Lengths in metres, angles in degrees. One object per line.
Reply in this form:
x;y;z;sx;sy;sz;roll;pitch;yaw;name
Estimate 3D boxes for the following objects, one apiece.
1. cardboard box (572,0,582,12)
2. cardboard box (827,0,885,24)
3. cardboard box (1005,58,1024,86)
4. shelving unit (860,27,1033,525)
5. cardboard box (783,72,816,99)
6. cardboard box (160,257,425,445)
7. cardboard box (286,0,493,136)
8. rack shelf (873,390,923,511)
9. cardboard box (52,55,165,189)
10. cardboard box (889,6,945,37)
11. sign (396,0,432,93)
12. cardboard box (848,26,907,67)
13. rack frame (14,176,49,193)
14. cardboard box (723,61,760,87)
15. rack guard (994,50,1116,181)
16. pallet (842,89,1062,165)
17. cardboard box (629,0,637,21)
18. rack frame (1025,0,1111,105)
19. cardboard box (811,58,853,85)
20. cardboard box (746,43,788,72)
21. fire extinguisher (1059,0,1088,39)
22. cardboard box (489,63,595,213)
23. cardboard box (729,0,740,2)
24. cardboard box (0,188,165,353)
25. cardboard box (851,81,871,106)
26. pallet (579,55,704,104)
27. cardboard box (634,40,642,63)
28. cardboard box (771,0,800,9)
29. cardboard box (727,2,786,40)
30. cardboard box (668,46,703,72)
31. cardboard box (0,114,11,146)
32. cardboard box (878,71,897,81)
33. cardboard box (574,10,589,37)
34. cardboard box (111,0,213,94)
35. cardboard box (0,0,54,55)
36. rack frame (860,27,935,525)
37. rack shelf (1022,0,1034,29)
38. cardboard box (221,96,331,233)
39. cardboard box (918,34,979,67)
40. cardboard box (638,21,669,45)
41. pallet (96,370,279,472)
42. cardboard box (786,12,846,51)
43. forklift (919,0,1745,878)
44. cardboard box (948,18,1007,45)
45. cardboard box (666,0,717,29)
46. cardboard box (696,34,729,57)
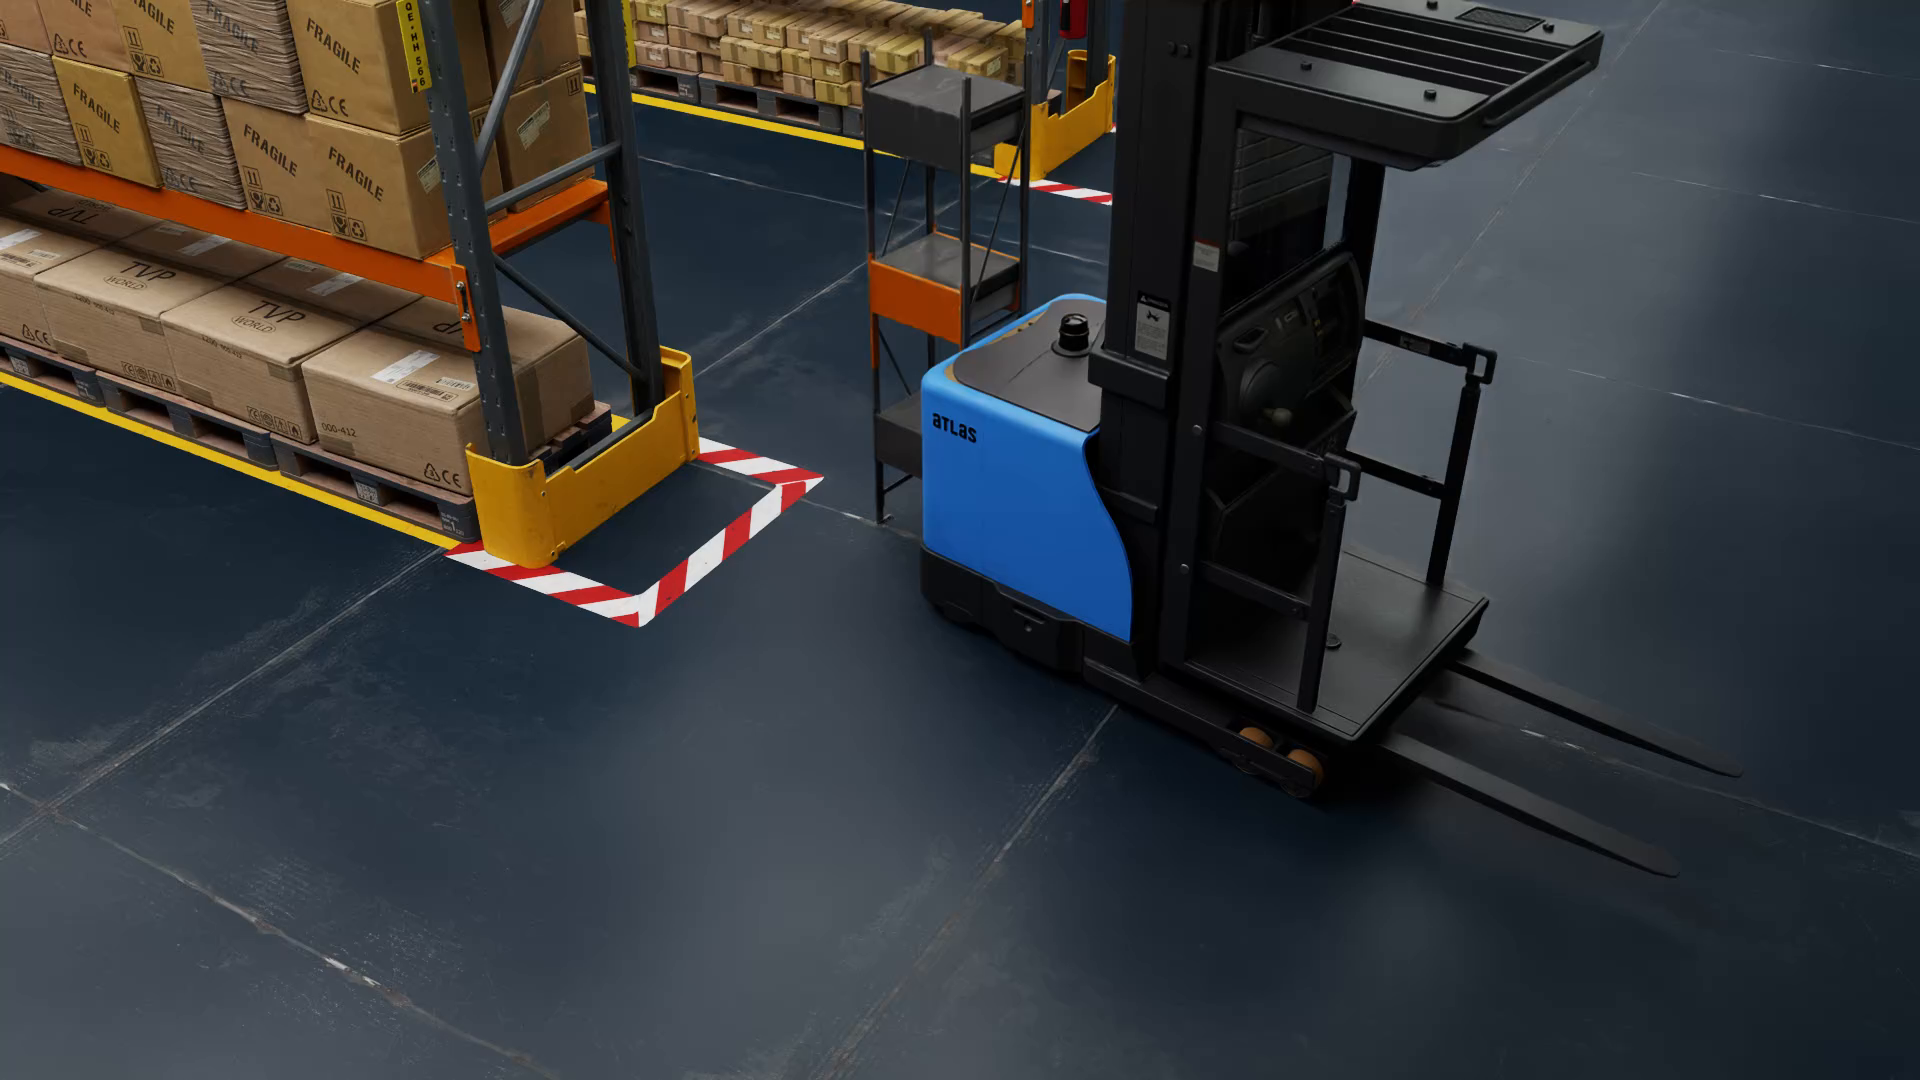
-3.280;-4.421;13.059;0.500;0.500;0.500;19;38;26;cardboard box
-0.736;-3.752;11.834;0.250;0.149;0.380;18;38;25;cardboard box
0.376;-3.236;11.327;0.250;0.149;0.380;19;38;26;cardboard box
-0.050;-0.942;6.770;0.503;2.100;0.431;24;41;32;shelving unit
-1.018;-3.211;11.559;0.250;0.149;0.380;18;38;25;cardboard box
-3.087;-0.935;7.881;0.875;0.438;0.875;19;38;26;cardboard box
-2.202;-1.922;6.437;0.500;0.500;0.500;19;38;26;cardboard box
-0.050;-0.348;7.165;0.480;0.518;0.431;24;41;32;rack shelf
-3.550;-1.911;7.323;0.500;0.500;0.500;19;38;26;cardboard box
-0.294;-3.577;11.571;0.250;0.149;0.380;16;37;22;cardboard box
-1.947;-1.769;5.942;0.005;0.325;0.100;18;37;24;sign
-0.553;-3.324;11.192;0.250;0.149;0.380;16;37;23;cardboard box
-5.138;-2.546;8.367;0.127;3.000;1.000;18;37;24;rack frame
-1.466;-3.352;11.771;0.250;0.149;0.380;17;37;23;cardboard box
0.637;-2.836;11.058;0.348;0.500;1.175;18;37;24;rack guard
-0.051;-2.957;11.500;1.213;0.211;1.003;18;37;24;pallet
-2.364;-3.893;12.046;0.250;0.149;0.380;20;38;27;cardboard box
0.703;-3.856;10.334;0.127;3.000;1.000;18;37;24;rack frame
-0.805;-3.254;11.355;0.250;0.149;0.380;18;38;25;cardboard box
-1.271;-3.396;11.568;0.250;0.149;0.380;18;38;25;cardboard box
0.693;-3.377;10.021;0.183;0.674;0.296;18;37;24;fire extinguisher
-1.939;-1.758;7.093;0.500;0.500;0.500;17;37;24;cardboard box
-1.684;-3.994;12.198;0.250;0.149;0.380;19;38;26;cardboard box
-4.646;-1.430;8.624;0.875;0.438;0.875;17;37;24;cardboard box
-0.538;-3.086;11.372;0.250;0.149;0.380;18;38;25;cardboard box
-2.169;-3.628;12.507;1.213;0.211;1.003;18;37;24;pallet
-2.382;-3.616;12.167;0.250;0.149;0.380;19;38;26;cardboard box
-1.163;-3.896;12.051;0.250;0.149;0.380;16;37;23;cardboard box
-1.424;-3.642;11.669;0.250;0.149;0.380;16;37;22;cardboard box
-1.895;-3.527;12.034;0.250;0.149;0.380;17;37;23;cardboard box
-4.426;-2.192;7.746;0.500;0.500;0.500;18;38;25;cardboard box
-0.349;-3.118;11.151;0.250;0.149;0.380;16;37;23;cardboard box
-2.614;-3.814;12.197;0.250;0.149;0.380;19;38;26;cardboard box
-3.098;-2.189;6.839;0.500;0.500;0.500;17;37;24;cardboard box
-3.970;-2.468;7.258;0.500;0.500;0.500;18;38;25;cardboard box
-0.239;-1.027;6.898;0.015;2.100;0.400;24;41;32;rack frame
-1.033;-4.107;11.360;4.000;0.370;1.077;18;37;24;rack shelf
-2.644;-1.638;6.914;0.500;0.500;0.500;17;37;23;cardboard box
-0.072;-3.212;11.024;0.250;0.149;0.380;18;38;25;cardboard box
-2.120;-3.738;12.082;0.250;0.149;0.380;17;37;24;cardboard box
-3.453;-0.804;8.267;1.213;0.211;1.003;18;37;24;pallet
-0.988;-3.497;11.451;0.250;0.149;0.380;16;37;23;cardboard box
1.298;-0.643;5.571;3.031;2.935;1.130;24;41;32;forklift
0.118;-3.417;11.332;0.250;0.149;0.380;18;38;25;cardboard box
-1.882;-3.786;11.886;0.250;0.149;0.380;17;37;23;cardboard box
-1.660;-3.576;11.838;0.250;0.149;0.380;19;38;27;cardboard box
